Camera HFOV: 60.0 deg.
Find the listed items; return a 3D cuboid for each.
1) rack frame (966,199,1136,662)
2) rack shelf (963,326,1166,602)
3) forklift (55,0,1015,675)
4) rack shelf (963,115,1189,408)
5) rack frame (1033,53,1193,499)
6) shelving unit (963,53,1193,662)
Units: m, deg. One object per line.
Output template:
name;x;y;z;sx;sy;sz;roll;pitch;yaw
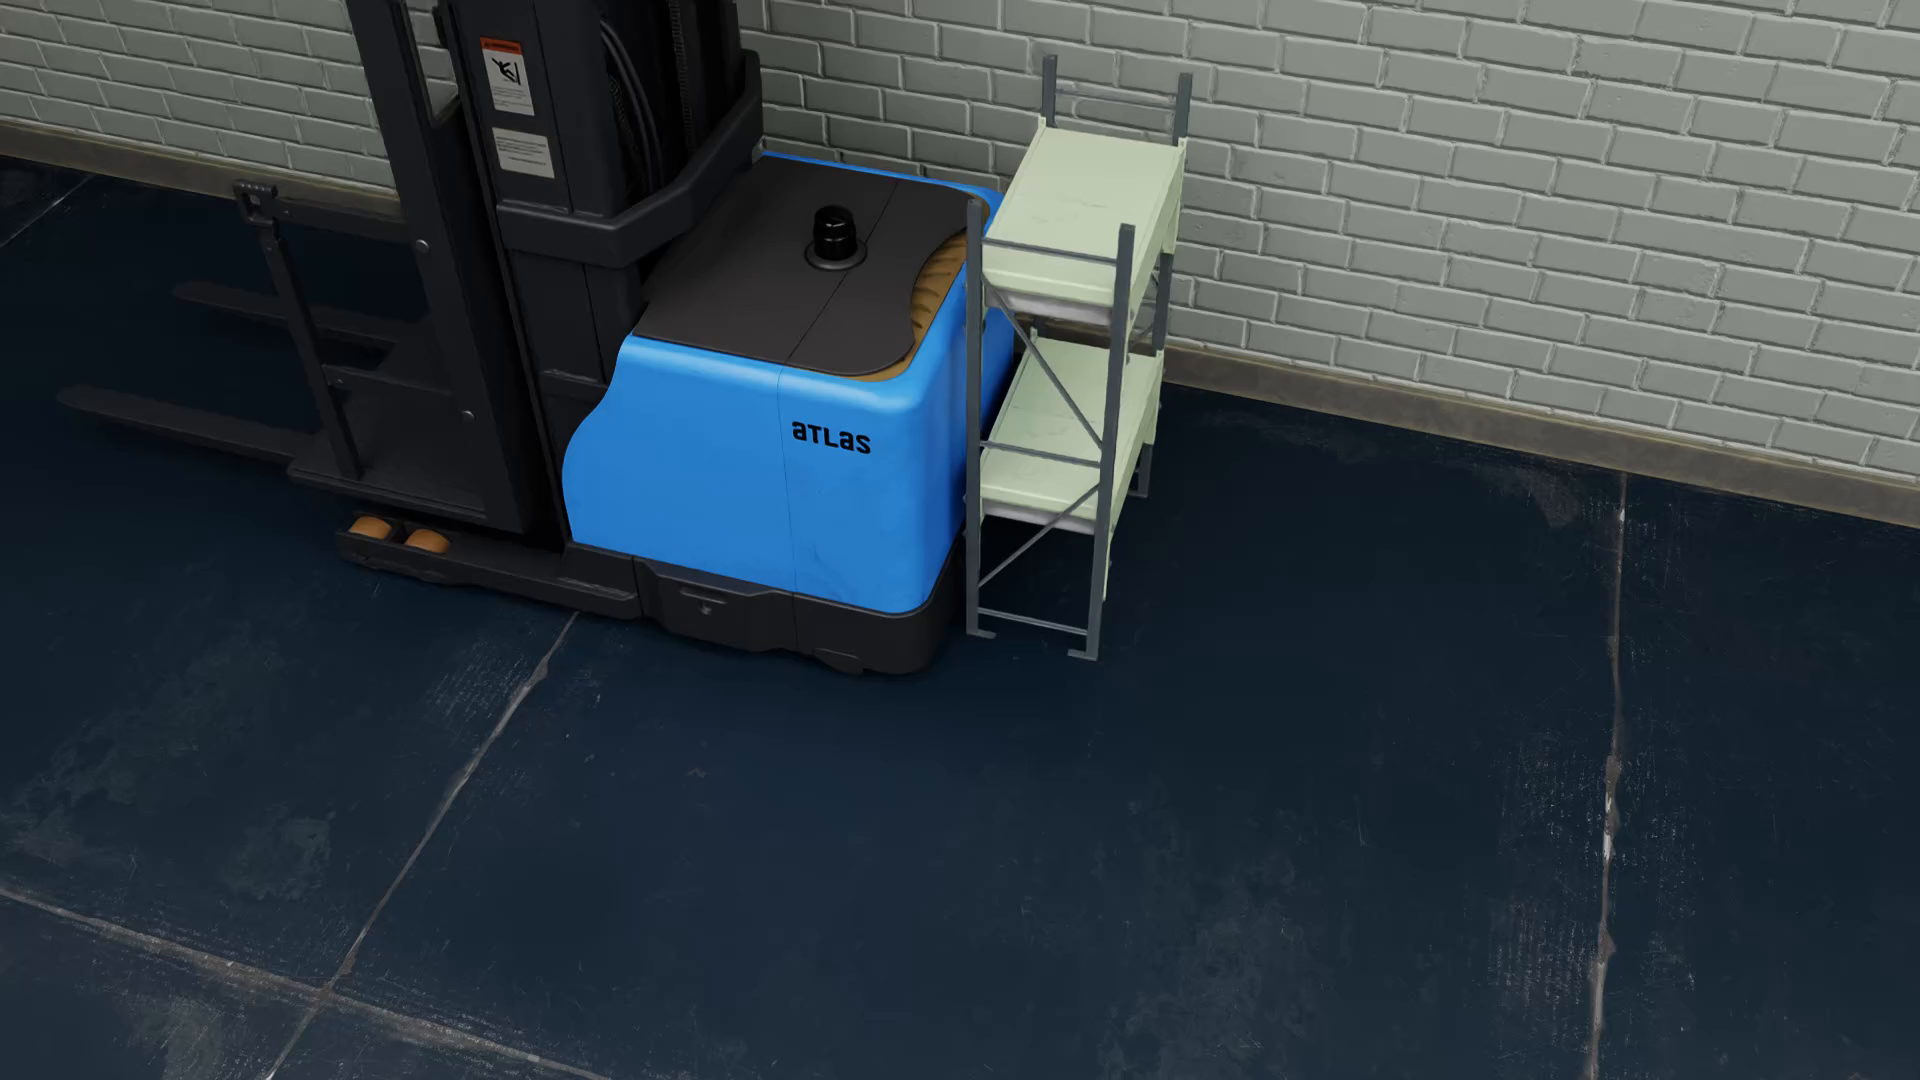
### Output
rack frame;0.212;-0.225;4.407;0.400;1.500;0.023;11;46;11
rack shelf;0.314;-0.237;4.886;0.431;0.370;0.720;11;46;11
forklift;-1.398;-1.257;4.439;3.031;2.935;1.130;12;46;12
rack shelf;0.314;-0.749;4.385;0.431;0.370;0.720;11;46;11
rack frame;0.416;-0.716;4.910;0.400;1.500;0.023;11;46;11
shelving unit;0.314;-0.470;4.658;0.431;1.500;0.755;11;46;11
